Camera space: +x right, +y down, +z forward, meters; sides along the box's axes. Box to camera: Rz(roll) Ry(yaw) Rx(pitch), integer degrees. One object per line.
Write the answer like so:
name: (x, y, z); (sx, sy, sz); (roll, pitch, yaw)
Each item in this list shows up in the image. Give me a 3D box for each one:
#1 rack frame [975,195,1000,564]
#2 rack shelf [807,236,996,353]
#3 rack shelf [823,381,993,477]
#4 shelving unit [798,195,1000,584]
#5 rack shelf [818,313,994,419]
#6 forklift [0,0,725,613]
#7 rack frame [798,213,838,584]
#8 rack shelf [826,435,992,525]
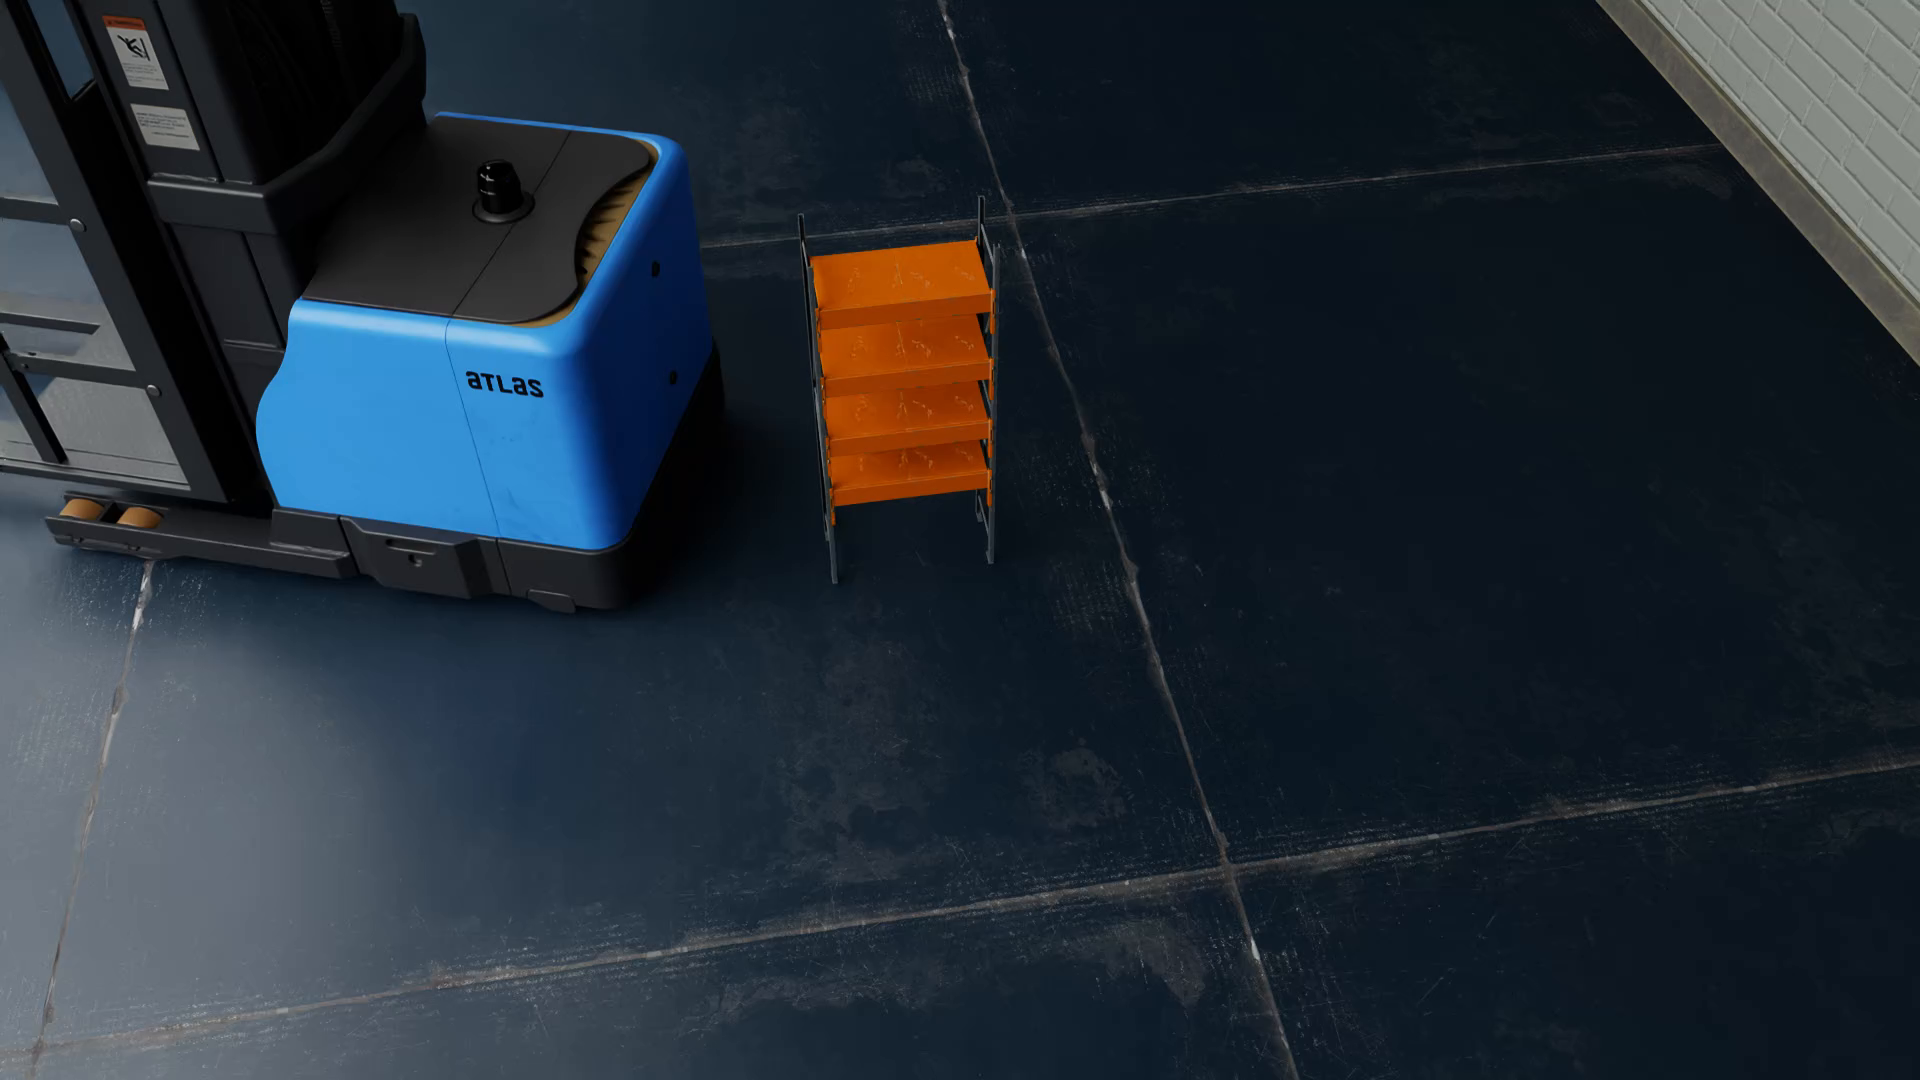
rack frame: (0.077, -0.426, 4.827); (0.015, 1.200, 0.240); (-7, 46, -7)
rack shelf: (-0.163, -0.669, 4.515); (0.480, 0.148, 0.258); (-7, 46, -7)
rack shelf: (-0.163, -0.349, 4.847); (0.480, 0.148, 0.258); (-7, 46, -7)
shelving unit: (-0.163, -0.396, 4.798); (0.503, 1.200, 0.258); (-7, 46, -7)
rack shelf: (-0.163, -0.505, 4.686); (0.480, 0.148, 0.258); (-7, 46, -7)
forklift: (-2.359, -1.324, 4.490); (3.031, 2.935, 1.130); (8, 47, 8)
rack frame: (-0.404, -0.366, 4.769); (0.015, 1.200, 0.240); (-7, 46, -7)
rack shelf: (-0.163, -0.212, 4.990); (0.480, 0.148, 0.258); (-7, 46, -7)
